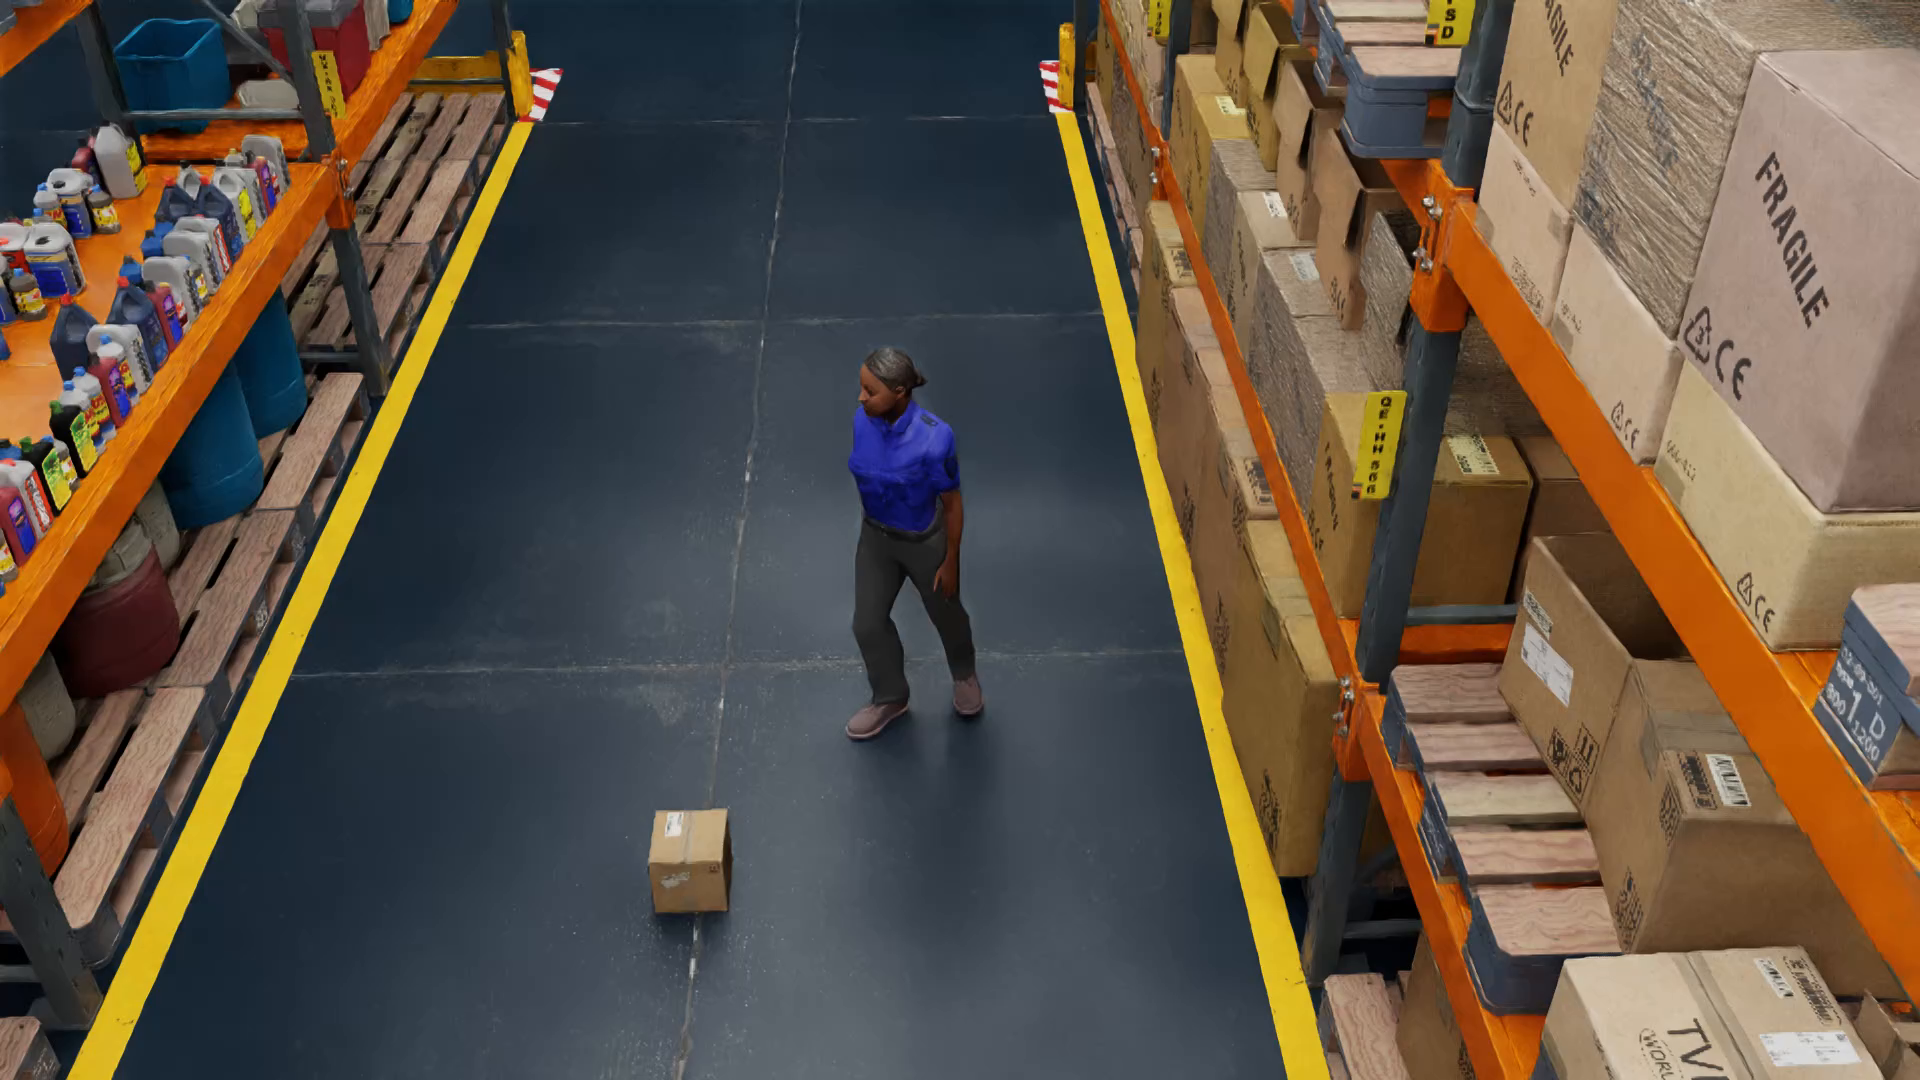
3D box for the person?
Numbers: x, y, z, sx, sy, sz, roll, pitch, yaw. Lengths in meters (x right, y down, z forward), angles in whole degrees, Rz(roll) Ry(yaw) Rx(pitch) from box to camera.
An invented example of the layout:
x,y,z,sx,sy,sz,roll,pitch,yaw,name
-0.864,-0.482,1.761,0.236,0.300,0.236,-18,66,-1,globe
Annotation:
x,y,z,sx,sy,sz,roll,pitch,yaw,name
-0.173,0.001,6.150,0.486,1.651,0.568,19,40,25,person
